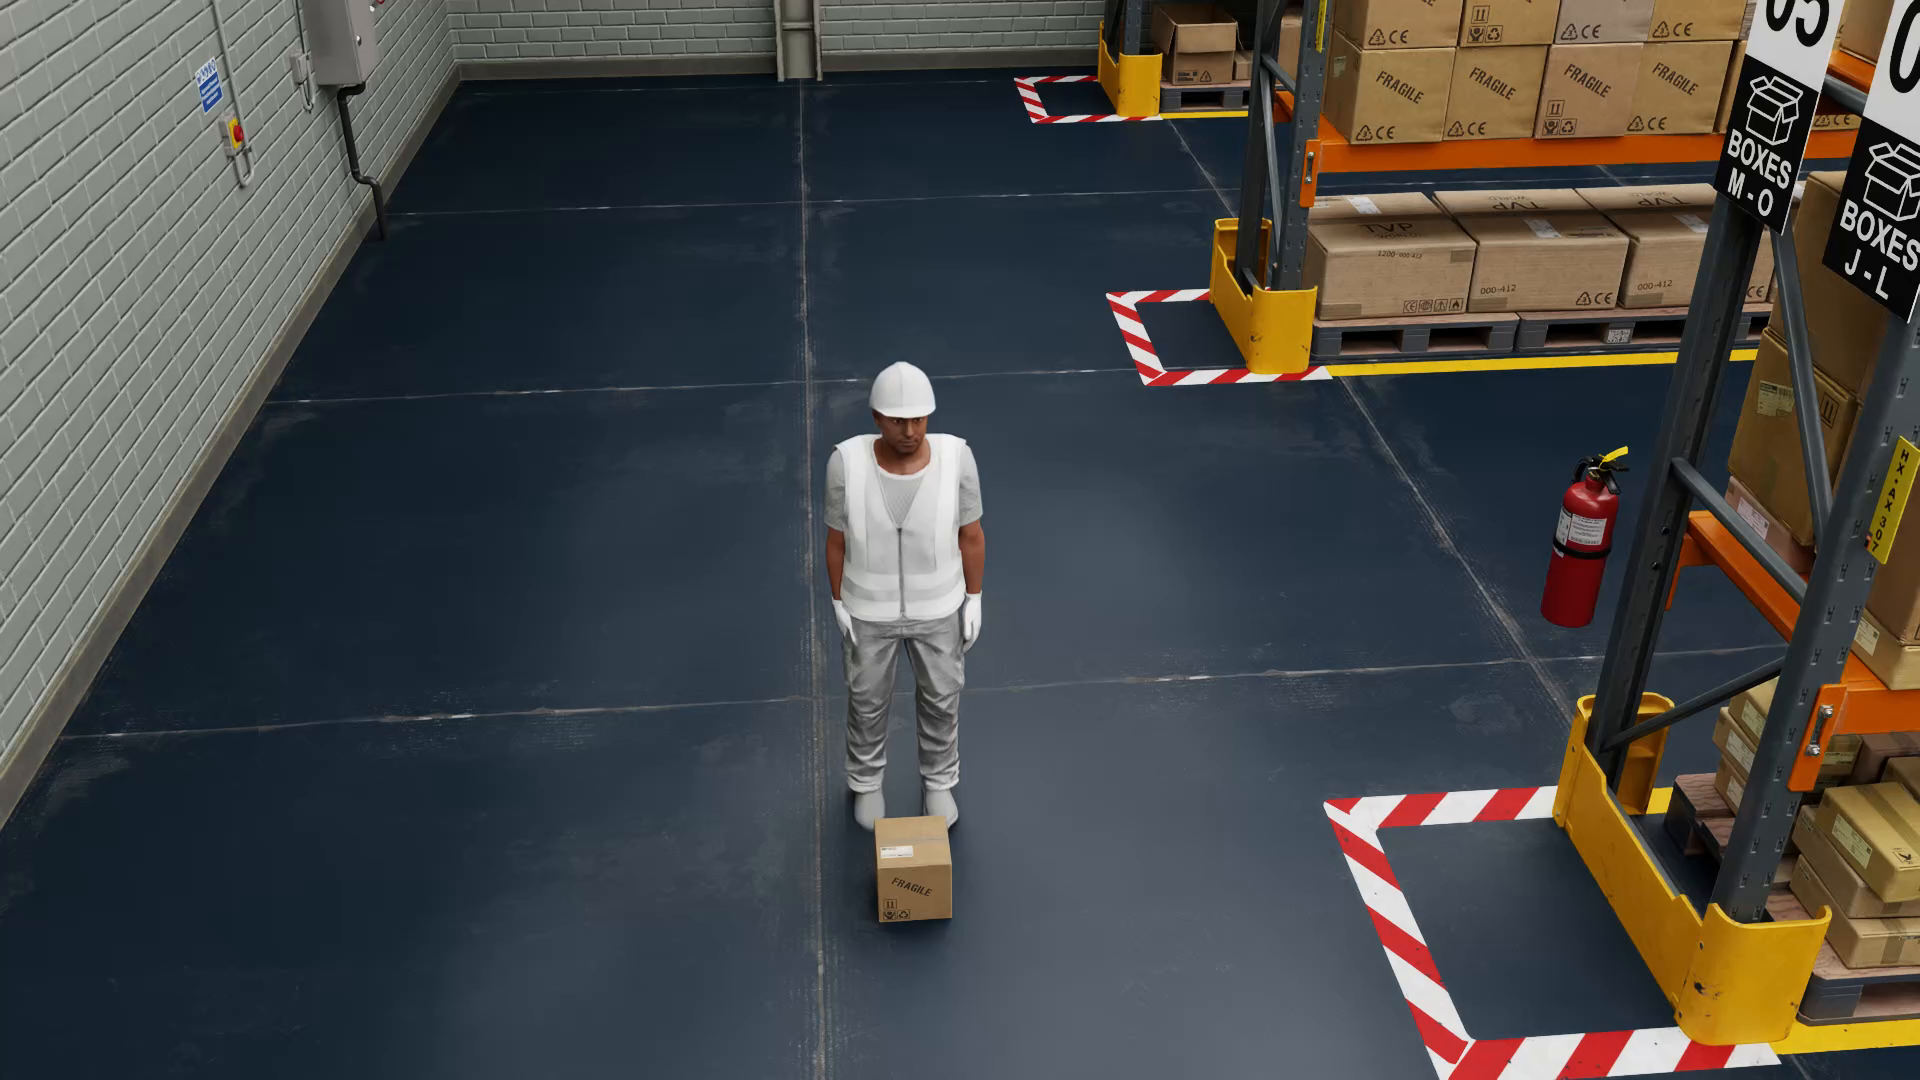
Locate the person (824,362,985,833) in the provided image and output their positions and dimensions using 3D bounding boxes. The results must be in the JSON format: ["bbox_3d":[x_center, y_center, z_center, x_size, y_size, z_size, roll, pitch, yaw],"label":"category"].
[{"bbox_3d":[-0.185,0.229,5.751,0.545,1.801,0.361,-2,31,-3],"label":"person"}]
